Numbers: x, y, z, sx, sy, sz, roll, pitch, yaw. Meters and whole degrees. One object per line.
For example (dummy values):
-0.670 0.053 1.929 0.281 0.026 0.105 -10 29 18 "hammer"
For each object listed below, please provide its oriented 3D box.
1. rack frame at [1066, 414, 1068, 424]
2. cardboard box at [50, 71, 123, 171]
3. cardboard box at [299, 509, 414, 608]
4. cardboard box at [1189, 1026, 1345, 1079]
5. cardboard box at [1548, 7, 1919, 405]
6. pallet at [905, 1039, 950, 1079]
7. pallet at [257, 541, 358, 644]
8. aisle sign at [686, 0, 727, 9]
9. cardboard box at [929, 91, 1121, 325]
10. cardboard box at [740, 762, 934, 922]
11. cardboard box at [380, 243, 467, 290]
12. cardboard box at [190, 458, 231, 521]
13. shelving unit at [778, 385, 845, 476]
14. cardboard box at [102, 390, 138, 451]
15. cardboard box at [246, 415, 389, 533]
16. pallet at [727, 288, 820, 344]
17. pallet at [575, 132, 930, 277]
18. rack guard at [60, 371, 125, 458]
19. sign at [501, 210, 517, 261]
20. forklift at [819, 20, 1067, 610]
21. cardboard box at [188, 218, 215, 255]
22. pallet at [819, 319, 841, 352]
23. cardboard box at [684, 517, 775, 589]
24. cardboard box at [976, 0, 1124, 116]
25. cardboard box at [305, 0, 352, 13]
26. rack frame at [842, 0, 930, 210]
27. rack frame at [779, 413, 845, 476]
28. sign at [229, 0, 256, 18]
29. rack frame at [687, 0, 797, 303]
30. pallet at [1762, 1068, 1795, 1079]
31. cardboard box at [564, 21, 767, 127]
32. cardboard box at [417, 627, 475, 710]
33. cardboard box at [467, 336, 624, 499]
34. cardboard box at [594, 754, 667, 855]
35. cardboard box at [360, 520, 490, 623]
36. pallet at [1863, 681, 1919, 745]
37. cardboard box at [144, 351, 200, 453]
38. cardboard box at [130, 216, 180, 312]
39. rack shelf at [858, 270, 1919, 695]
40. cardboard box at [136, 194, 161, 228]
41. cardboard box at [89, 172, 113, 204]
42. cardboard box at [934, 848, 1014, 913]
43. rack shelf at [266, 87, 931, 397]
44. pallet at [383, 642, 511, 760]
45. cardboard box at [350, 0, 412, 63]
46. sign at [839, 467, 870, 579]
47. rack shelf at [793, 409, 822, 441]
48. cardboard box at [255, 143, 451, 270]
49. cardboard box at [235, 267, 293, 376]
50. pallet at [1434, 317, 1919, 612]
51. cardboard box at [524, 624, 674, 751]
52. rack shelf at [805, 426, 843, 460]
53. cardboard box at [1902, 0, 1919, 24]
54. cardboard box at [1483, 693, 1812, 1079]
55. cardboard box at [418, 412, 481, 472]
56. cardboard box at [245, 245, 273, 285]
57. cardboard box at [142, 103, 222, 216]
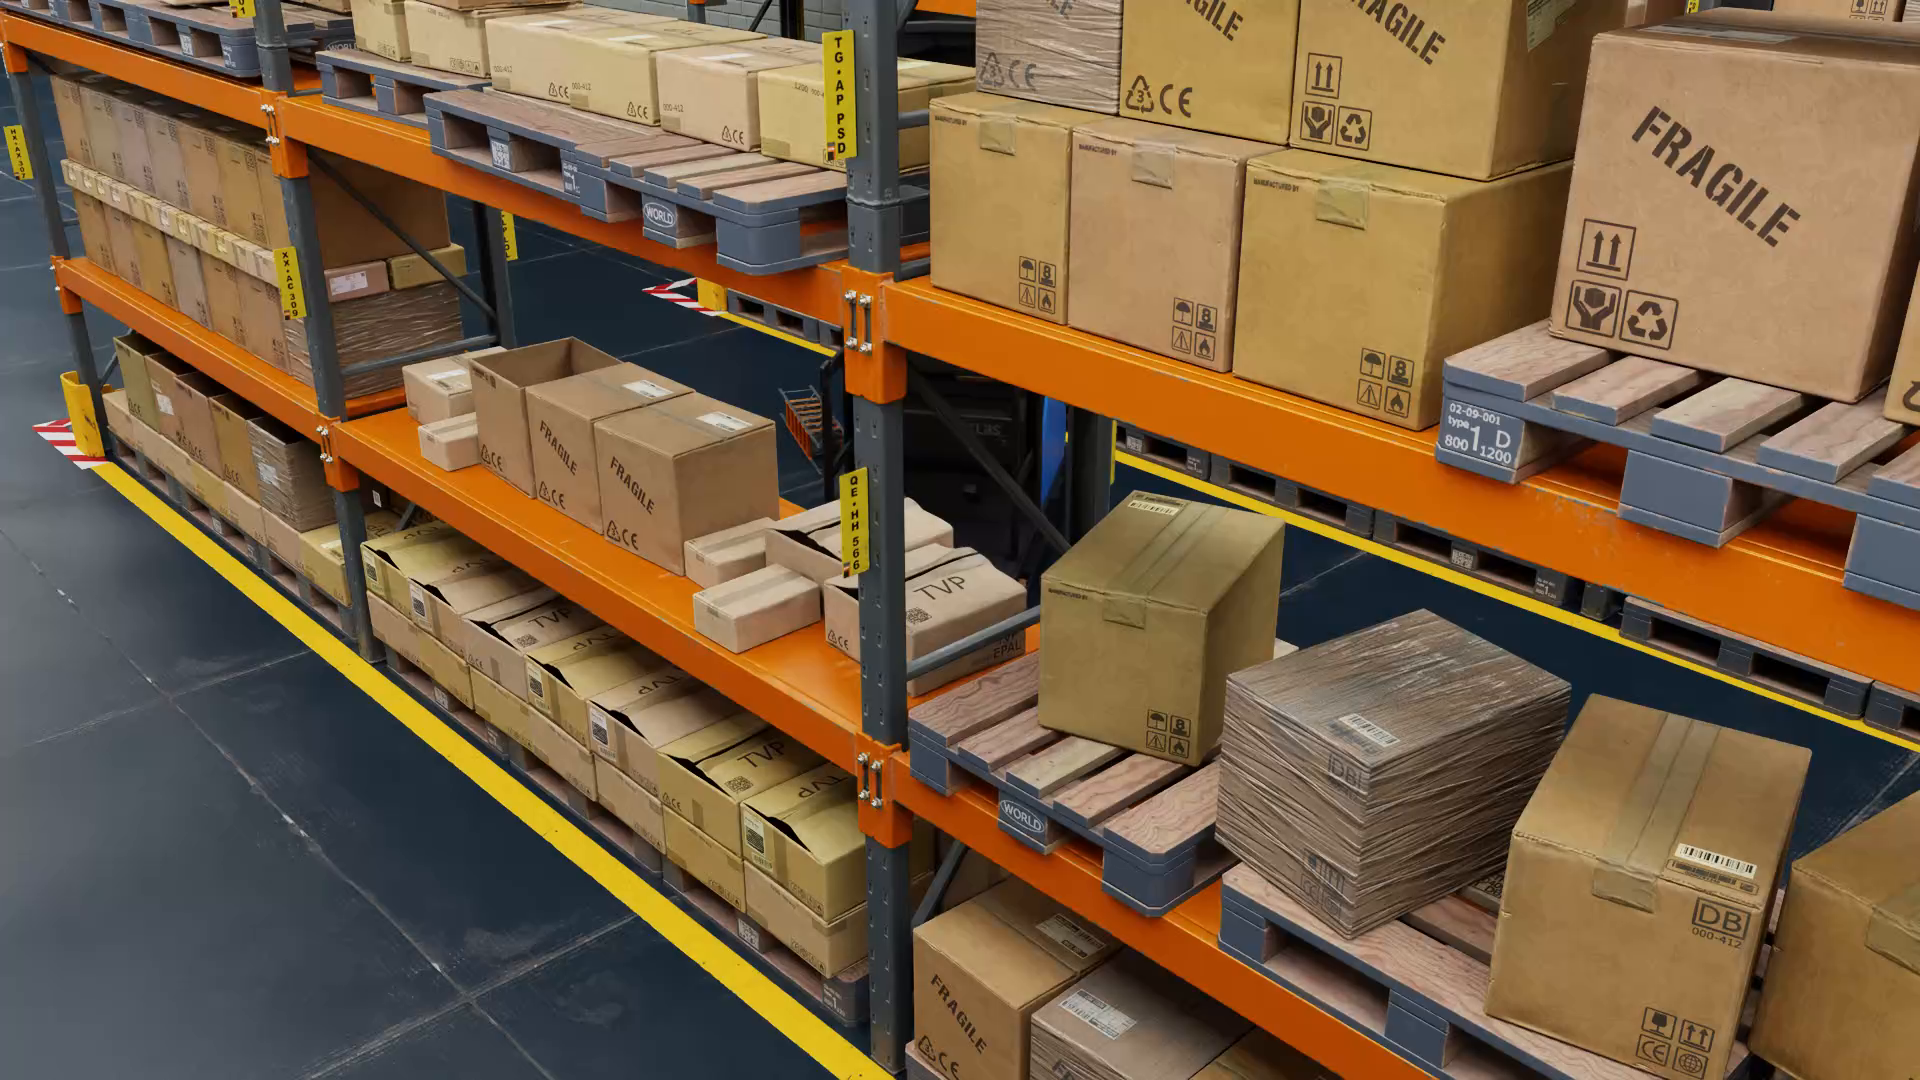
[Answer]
0.976 -2.298 11.174 1.000 3.000 0.127 -21 32 -38 "rack frame"
-5.026 -2.578 10.104 0.700 0.500 0.500 -21 32 -38 "cardboard box"
-3.114 0.090 8.747 0.500 0.250 0.500 -21 32 -38 "cardboard box"
0.900 1.786 4.702 0.500 0.500 0.500 -22 32 -39 "cardboard box"
1.626 -0.692 3.291 0.600 0.600 0.600 22 33 40 "cardboard box"
0.579 1.826 5.494 1.003 0.211 1.213 -21 32 -38 "pallet"
-3.151 0.124 9.224 1.003 0.211 1.213 -21 32 -38 "pallet"
-2.026 -4.630 13.152 0.394 0.787 0.004 -21 32 -38 "aisle sign"
0.419 -0.968 4.522 0.910 0.500 0.500 -21 32 -38 "cardboard box"
-0.442 1.036 5.996 0.500 0.311 0.500 -20 31 -37 "cardboard box"
-2.680 -1.369 8.235 0.380 0.149 0.250 -21 32 -39 "cardboard box"
-4.144 -0.363 9.739 0.500 0.250 0.500 -21 32 -38 "cardboard box"
-0.971 -0.750 11.161 0.258 0.189 1.200 -8 26 -16 "shelving unit"
-5.168 -0.818 10.736 0.500 0.250 0.500 -21 32 -38 "cardboard box"
-3.448 -0.406 8.930 0.500 0.500 0.500 -21 32 -38 "cardboard box"
-1.177 -1.962 13.797 1.003 0.211 1.213 -21 32 -38 "pallet"
-0.433 -1.139 5.246 1.213 0.211 1.003 -19 31 -36 "pallet"
-5.388 -0.974 11.282 1.175 0.500 0.348 -21 32 -38 "rack guard"
-2.248 -1.540 8.211 0.100 0.325 0.005 -21 32 -38 "sign"
-0.147 -1.054 8.530 1.130 2.935 3.031 5 25 11 "forklift"
-3.847 -1.639 8.827 0.380 0.149 0.250 -20 31 -37 "cardboard box"
-0.347 -1.593 12.987 1.003 0.211 1.213 -21 32 -38 "pallet"
-0.817 0.064 6.299 0.380 0.149 0.250 -18 30 -35 "cardboard box"
0.390 -1.411 4.290 0.500 0.500 0.500 -21 32 -38 "cardboard box"
-2.790 -2.784 7.830 0.500 0.500 0.500 -18 30 -34 "cardboard box"
0.096 -2.409 4.189 1.000 3.000 0.127 -21 32 -38 "rack frame"
-0.971 -0.667 11.199 0.240 0.006 1.200 -8 26 -16 "rack frame"
-3.042 -2.370 6.999 0.100 0.325 0.005 -21 32 -38 "sign"
-1.758 -3.510 13.830 1.000 3.000 0.127 -21 32 -38 "rack frame"
2.364 1.346 3.416 1.003 0.211 1.213 -21 32 -38 "pallet"
-1.009 -1.619 5.746 0.500 0.250 0.500 -22 32 -39 "cardboard box"
-2.195 0.516 7.812 0.500 0.250 0.500 -20 31 -37 "cardboard box"
-1.765 -0.540 7.200 0.500 0.500 0.500 -19 30 -35 "cardboard box"
-1.138 0.981 6.792 0.500 0.250 0.500 -20 31 -37 "cardboard box"
-2.537 0.109 8.029 0.500 0.311 0.500 -21 32 -38 "cardboard box"
5.023 0.812 7.716 1.003 0.211 1.213 -21 32 -38 "pallet"
-4.473 -0.861 9.926 0.500 0.500 0.500 -21 32 -38 "cardboard box"
-4.364 -1.694 9.730 0.700 0.500 0.500 -21 32 -38 "cardboard box"
1.463 -0.111 3.633 1.077 0.370 4.000 -21 32 -38 "rack shelf"
-4.379 -1.875 9.343 0.380 0.149 0.250 -22 32 -39 "cardboard box"
-4.909 -2.109 9.857 0.380 0.149 0.250 -21 32 -38 "cardboard box"
-0.047 1.138 6.449 0.500 0.250 0.500 -21 32 -39 "cardboard box"
-1.271 -1.323 6.289 1.077 0.370 4.000 -21 32 -38 "rack shelf"
-2.106 0.589 8.205 1.003 0.211 1.213 -21 32 -38 "pallet"
-2.224 -2.190 6.997 0.500 0.250 0.500 -17 30 -33 "cardboard box"
-0.307 -0.048 4.847 0.100 0.325 0.005 -21 32 -38 "sign"
-0.994 -0.780 11.226 0.258 0.180 0.103 -8 26 -16 "rack shelf"
-2.946 -1.660 8.092 0.700 0.500 0.500 -21 32 -38 "cardboard box"
-3.311 -1.228 8.707 0.700 0.500 0.500 -22 32 -39 "cardboard box"
1.725 -0.278 3.358 1.213 0.211 1.003 -21 32 -38 "pallet"
-1.485 0.574 7.009 0.500 0.311 0.500 -20 31 -37 "cardboard box"
-0.883 -0.638 10.914 0.258 0.180 0.103 -8 26 -16 "rack shelf"
4.483 -2.421 7.177 0.500 0.500 0.700 22 32 39 "cardboard box"
1.578 0.778 3.805 0.500 0.500 0.700 15 28 29 "cardboard box"
-2.181 -0.451 7.428 0.380 0.149 0.250 -21 32 -38 "cardboard box"
-3.328 -1.408 8.321 0.380 0.149 0.250 -22 33 -40 "cardboard box"
-3.975 -2.116 9.092 0.700 0.500 0.500 -21 32 -38 "cardboard box"
